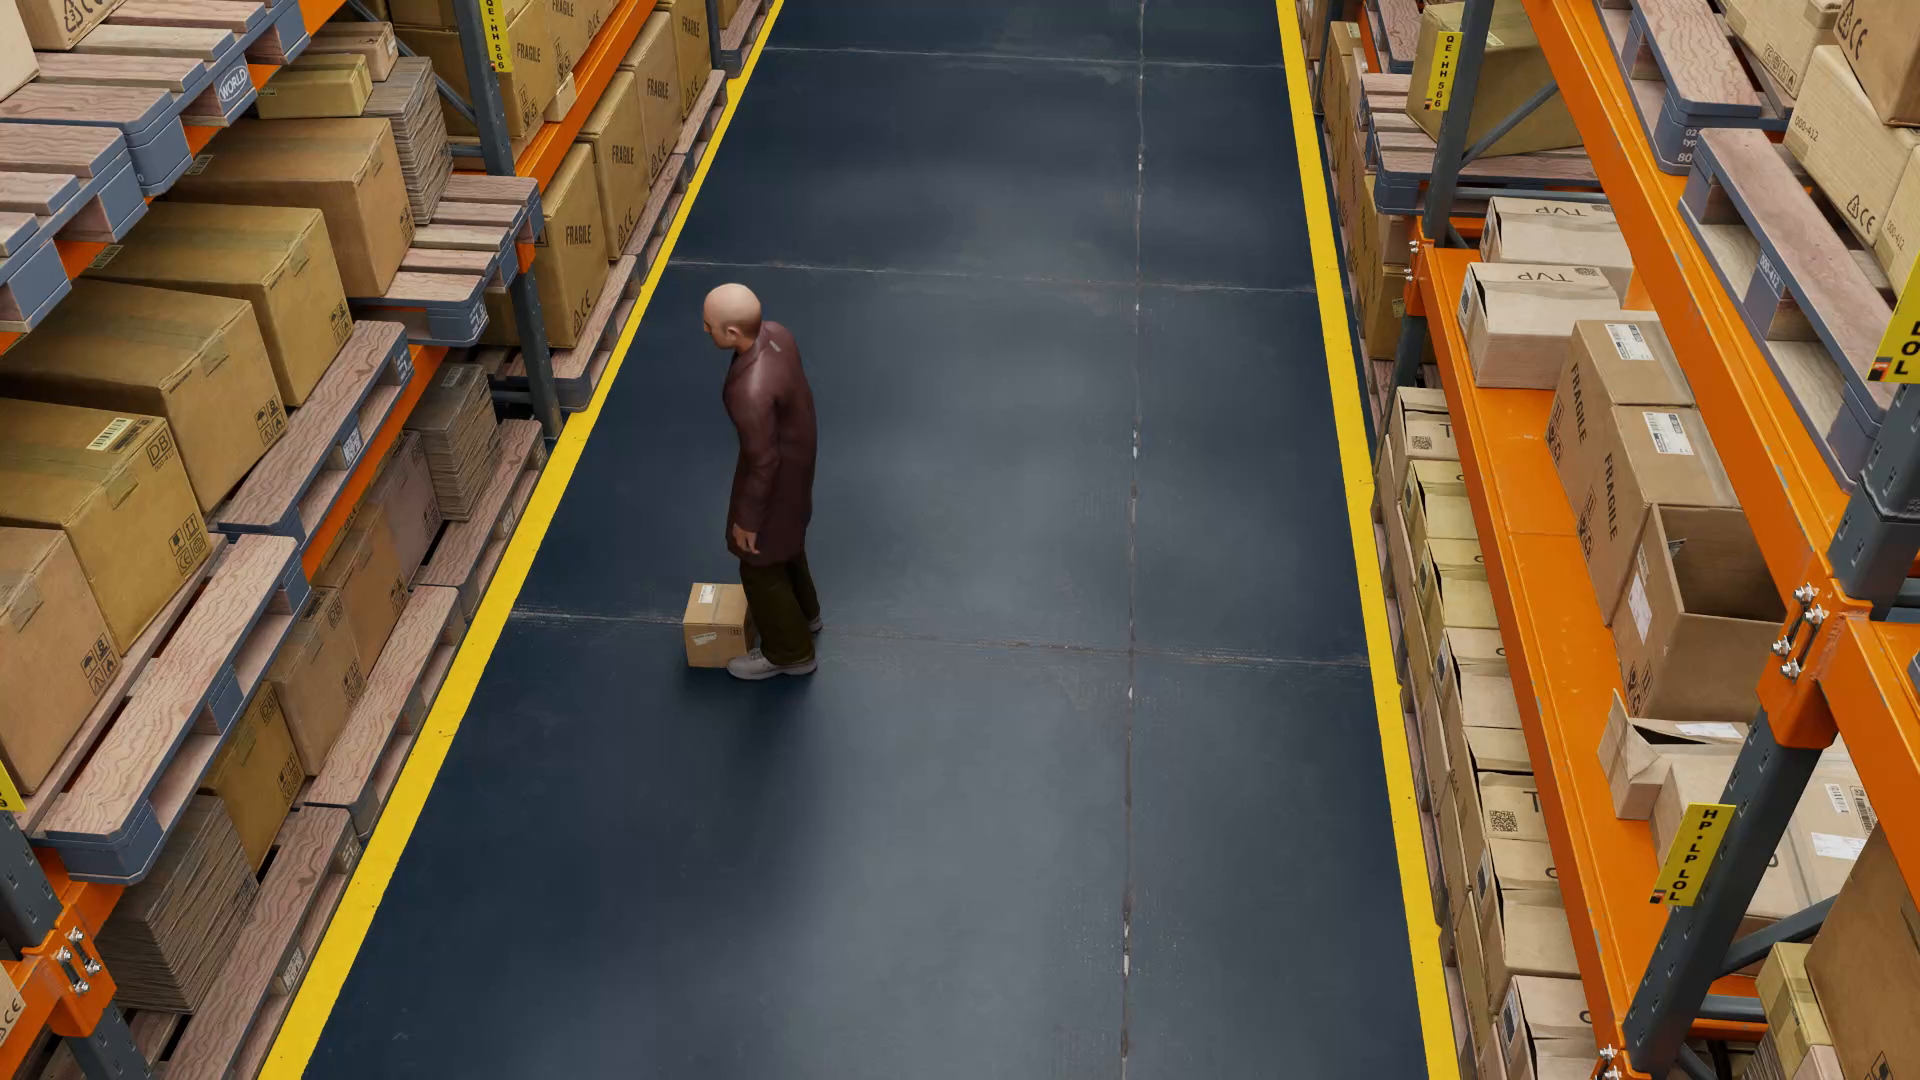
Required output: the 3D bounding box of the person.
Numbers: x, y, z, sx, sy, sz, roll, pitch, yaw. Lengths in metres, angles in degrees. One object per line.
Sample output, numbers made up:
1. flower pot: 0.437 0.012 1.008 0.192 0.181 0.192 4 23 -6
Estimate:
1. person: -0.752 -0.220 6.434 0.419 1.774 0.646 3 40 3
